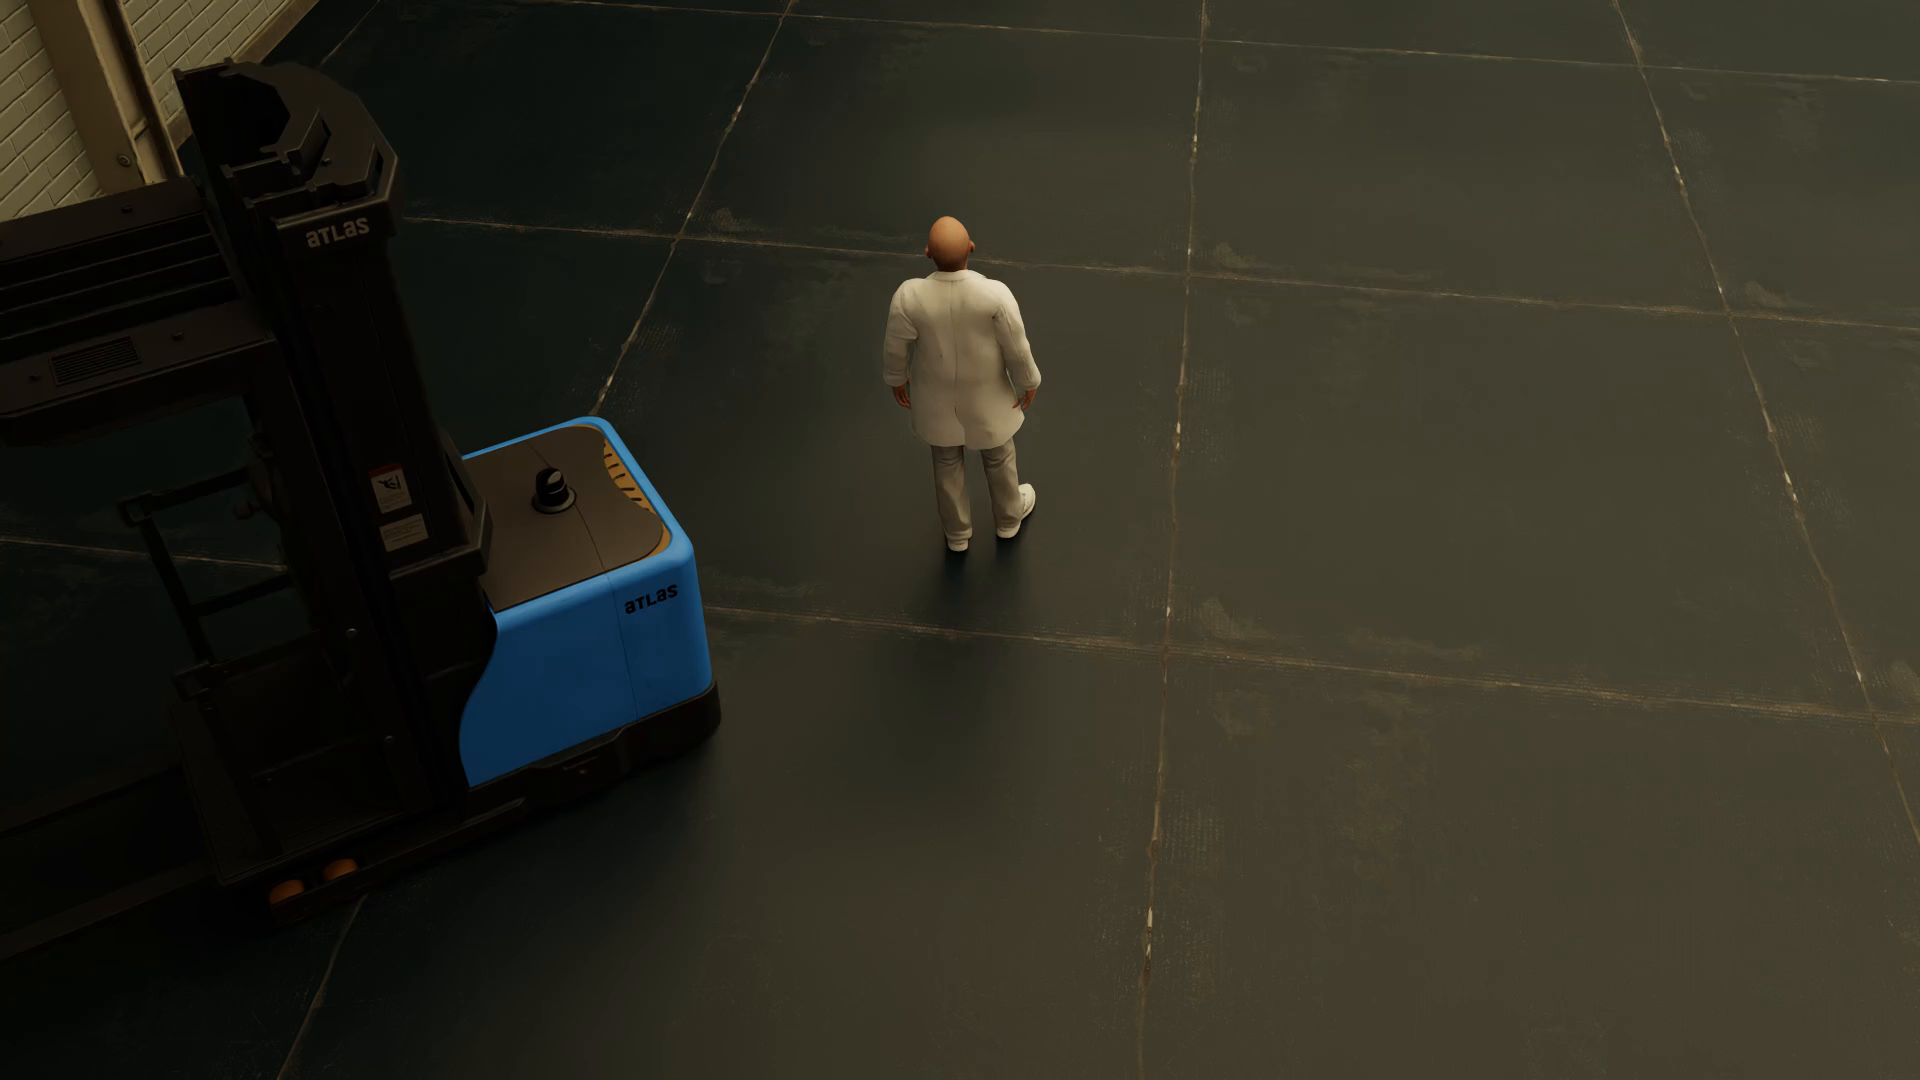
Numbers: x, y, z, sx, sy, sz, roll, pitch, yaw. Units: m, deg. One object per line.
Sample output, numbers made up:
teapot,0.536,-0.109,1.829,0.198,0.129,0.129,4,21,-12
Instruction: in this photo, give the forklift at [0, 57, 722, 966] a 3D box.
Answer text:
forklift,-2.533,-0.042,5.770,3.031,2.935,1.130,-22,47,-22

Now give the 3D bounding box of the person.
person,0.016,-0.721,7.351,0.698,1.777,0.578,5,43,6
